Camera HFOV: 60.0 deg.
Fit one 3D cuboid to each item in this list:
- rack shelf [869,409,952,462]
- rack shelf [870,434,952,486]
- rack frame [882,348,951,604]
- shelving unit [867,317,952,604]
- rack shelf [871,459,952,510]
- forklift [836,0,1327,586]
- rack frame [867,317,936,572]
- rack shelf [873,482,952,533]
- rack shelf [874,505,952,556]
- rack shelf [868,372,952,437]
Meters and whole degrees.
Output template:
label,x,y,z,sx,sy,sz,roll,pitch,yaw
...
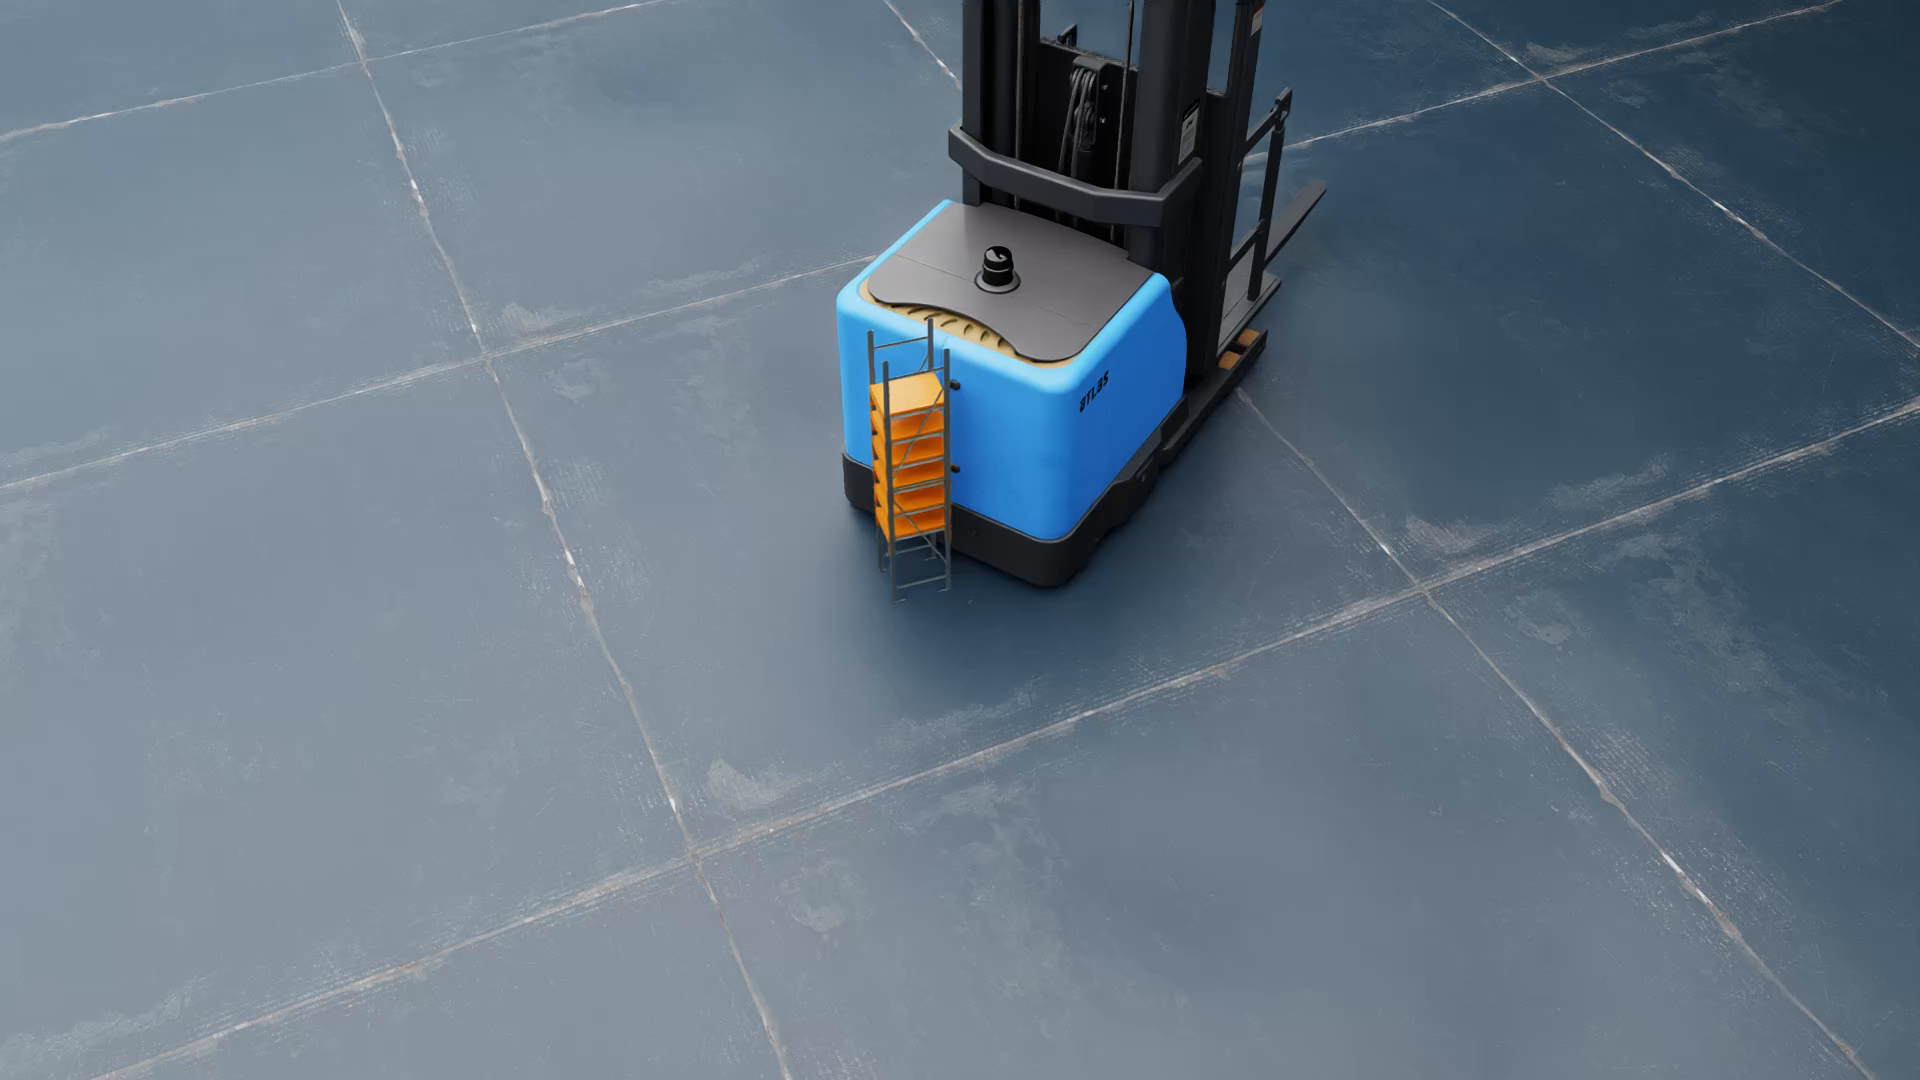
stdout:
label,x,y,z,sx,sy,sz,roll,pitch,yaw
rack shelf,-0.180,-0.405,6.027,0.258,0.103,0.180,-13,46,-13
rack shelf,-0.180,-0.319,6.112,0.258,0.103,0.180,-13,46,-13
rack frame,-0.151,-0.205,6.103,0.240,1.200,0.006,-13,46,-13
shelving unit,-0.180,-0.265,6.165,0.258,1.200,0.189,-13,46,-13
rack shelf,-0.180,-0.234,6.196,0.258,0.103,0.180,-13,46,-13
forklift,0.732,-1.879,6.568,1.130,2.935,3.031,24,49,22
rack frame,-0.209,-0.326,6.226,0.240,1.200,0.006,-13,46,-13
rack shelf,-0.180,-0.148,6.280,0.258,0.103,0.180,-13,46,-13
rack shelf,-0.180,-0.063,6.365,0.258,0.103,0.180,-13,46,-13
rack shelf,-0.180,-0.490,5.943,0.258,0.103,0.180,-13,46,-13
